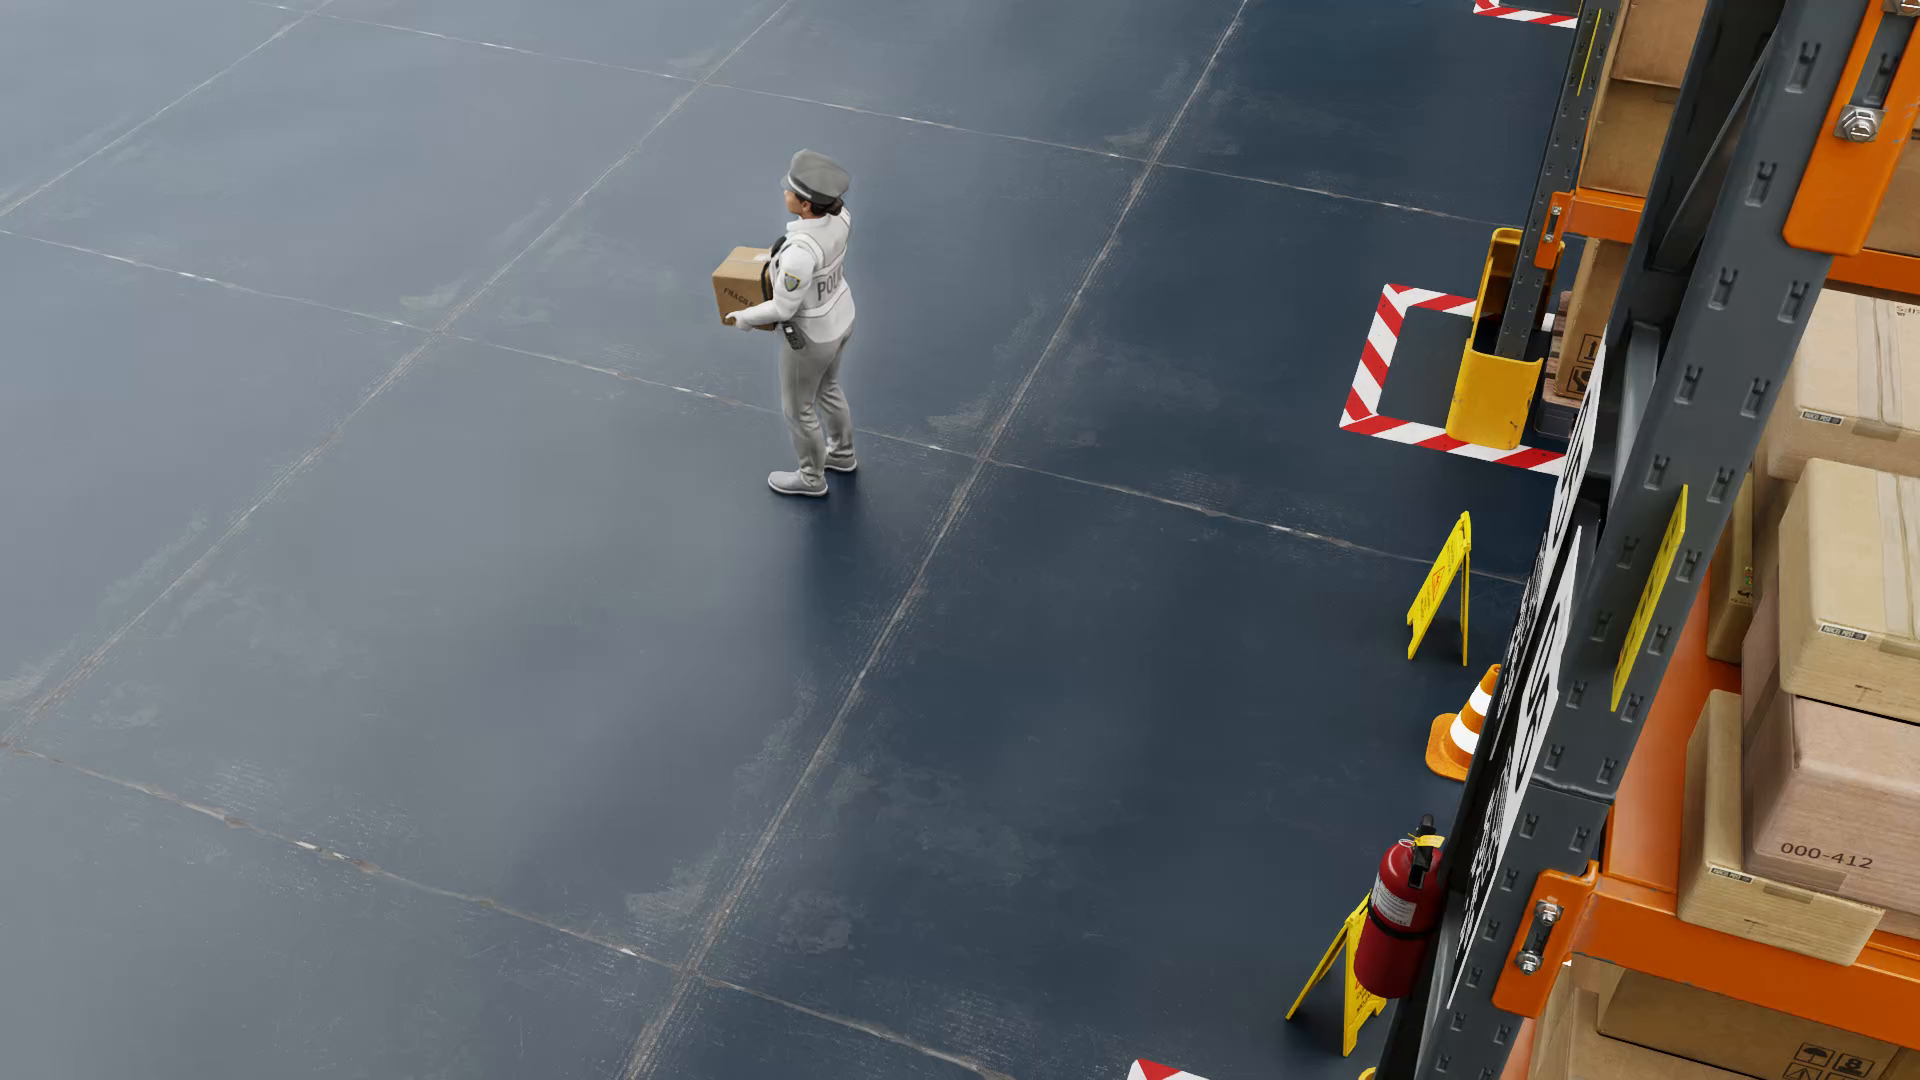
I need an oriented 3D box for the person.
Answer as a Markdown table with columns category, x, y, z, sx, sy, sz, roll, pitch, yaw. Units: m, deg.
| category | x | y | z | sx | sy | sz | roll | pitch | yaw |
| --- | --- | --- | --- | --- | --- | --- | --- | --- | --- |
| person | -0.700 | -0.918 | 7.165 | 0.540 | 1.691 | 0.474 | 14 | 43 | 15 |
